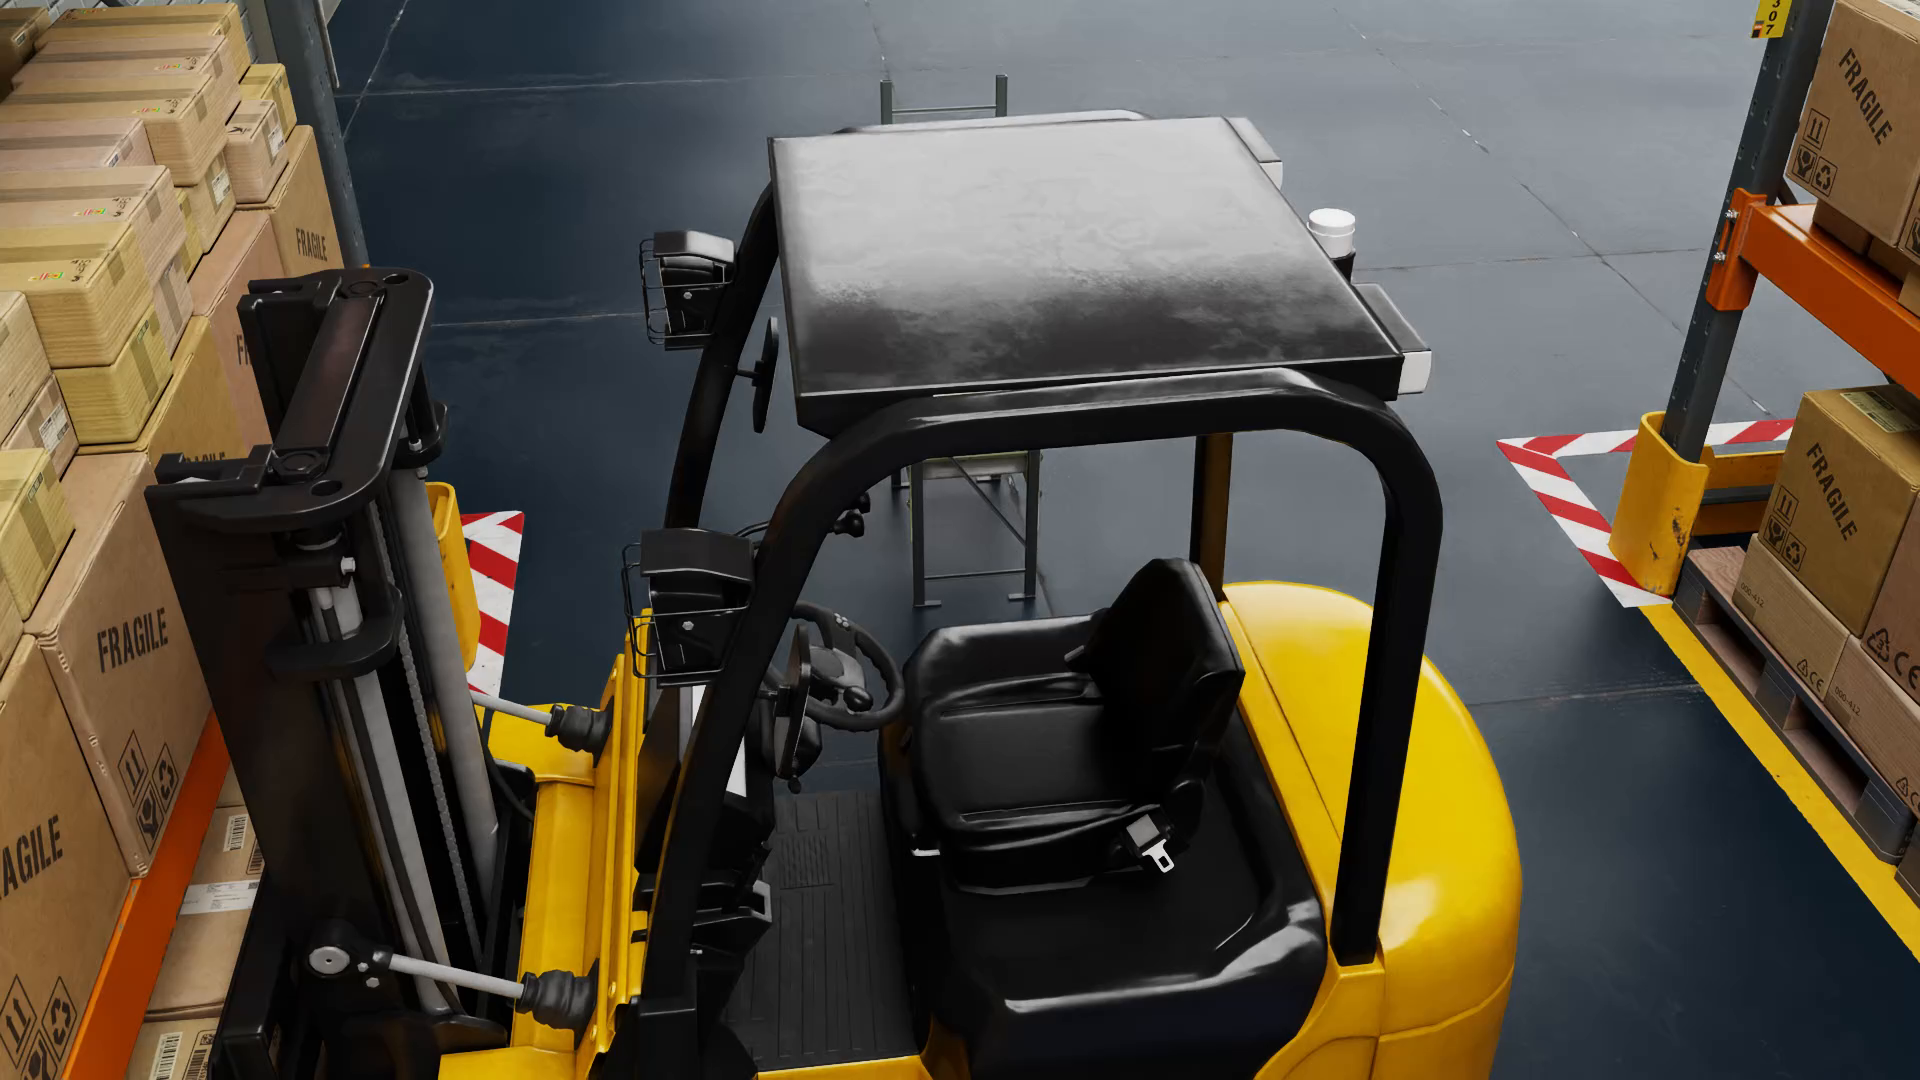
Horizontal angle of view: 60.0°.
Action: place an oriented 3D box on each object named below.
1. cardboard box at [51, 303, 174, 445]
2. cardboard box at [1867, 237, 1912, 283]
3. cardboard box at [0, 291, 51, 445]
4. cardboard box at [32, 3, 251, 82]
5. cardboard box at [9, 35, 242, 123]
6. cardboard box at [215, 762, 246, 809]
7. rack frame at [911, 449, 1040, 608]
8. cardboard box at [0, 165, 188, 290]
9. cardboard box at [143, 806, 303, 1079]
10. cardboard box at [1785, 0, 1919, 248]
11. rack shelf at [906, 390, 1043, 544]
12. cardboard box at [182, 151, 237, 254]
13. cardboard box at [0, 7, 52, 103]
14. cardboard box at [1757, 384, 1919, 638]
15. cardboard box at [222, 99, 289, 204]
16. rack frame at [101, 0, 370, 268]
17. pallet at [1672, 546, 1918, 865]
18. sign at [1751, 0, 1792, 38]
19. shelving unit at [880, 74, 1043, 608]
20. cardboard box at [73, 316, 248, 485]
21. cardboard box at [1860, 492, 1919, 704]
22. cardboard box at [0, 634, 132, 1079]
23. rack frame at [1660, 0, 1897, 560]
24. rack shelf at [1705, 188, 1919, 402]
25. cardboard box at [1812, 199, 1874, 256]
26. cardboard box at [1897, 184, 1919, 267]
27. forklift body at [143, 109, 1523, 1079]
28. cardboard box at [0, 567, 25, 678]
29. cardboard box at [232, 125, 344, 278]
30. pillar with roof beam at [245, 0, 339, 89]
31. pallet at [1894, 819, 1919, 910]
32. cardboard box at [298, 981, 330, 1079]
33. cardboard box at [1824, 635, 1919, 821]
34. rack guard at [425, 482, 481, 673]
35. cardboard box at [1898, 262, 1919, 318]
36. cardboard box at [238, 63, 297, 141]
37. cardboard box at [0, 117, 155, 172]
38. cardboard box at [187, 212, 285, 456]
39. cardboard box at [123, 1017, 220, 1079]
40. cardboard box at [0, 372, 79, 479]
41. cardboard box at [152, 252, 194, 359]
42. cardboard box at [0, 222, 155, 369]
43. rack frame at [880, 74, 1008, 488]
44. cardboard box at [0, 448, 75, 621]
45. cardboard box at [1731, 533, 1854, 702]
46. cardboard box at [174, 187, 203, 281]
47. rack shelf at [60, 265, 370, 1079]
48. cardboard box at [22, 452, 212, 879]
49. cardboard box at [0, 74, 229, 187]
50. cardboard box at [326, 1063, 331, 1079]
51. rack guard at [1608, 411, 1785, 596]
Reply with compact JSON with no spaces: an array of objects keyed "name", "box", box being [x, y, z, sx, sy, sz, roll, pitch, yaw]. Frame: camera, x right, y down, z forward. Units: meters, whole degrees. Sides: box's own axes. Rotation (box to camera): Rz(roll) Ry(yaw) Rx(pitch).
[{"name":"cardboard box","box":[-1.585,-0.279,2.831,0.380,0.149,0.250,-4,34,-6]},{"name":"cardboard box","box":[2.701,-0.785,4.461,0.380,0.149,0.250,-4,34,-6]},{"name":"cardboard box","box":[-1.637,-0.249,2.523,0.380,0.149,0.250,-4,34,-6]},{"name":"cardboard box","box":[-1.849,-1.104,3.778,0.380,0.149,0.250,-4,35,-6]},{"name":"cardboard box","box":[-1.785,-0.969,3.579,0.380,0.149,0.250,-4,35,-6]},{"name":"cardboard box","box":[-1.583,0.492,3.545,0.500,0.250,0.500,-4,34,-6]},{"name":"rack frame","box":[0.048,-0.419,5.033,0.400,1.500,0.023,-4,35,-6]},{"name":"cardboard box","box":[-1.618,-0.544,2.955,0.380,0.149,0.250,-4,34,-5]},{"name":"cardboard box","box":[-1.522,0.776,3.129,0.500,0.250,0.500,-5,35,-7]},{"name":"cardboard box","box":[2.601,-1.113,4.366,0.500,0.500,0.500,-5,35,-7]},{"name":"rack shelf","box":[-0.001,-0.354,5.517,0.431,0.370,0.720,-4,35,-6]},{"name":"cardboard box","box":[-1.744,-0.703,3.454,0.380,0.149,0.250,-4,34,-5]},{"name":"cardboard box","box":[-2.273,-1.085,3.749,0.380,0.149,0.250,-5,35,-7]},{"name":"cardboard box","box":[2.650,-0.097,4.631,0.500,0.500,0.500,-5,35,-8]},{"name":"cardboard box","box":[-1.718,-0.853,3.673,0.380,0.149,0.250,-4,34,-6]},{"name":"rack frame","box":[-2.106,-0.856,4.342,1.000,3.000,0.127,-4,35,-6]},{"name":"pallet","box":[2.896,0.417,4.951,1.003,0.211,1.213,-4,35,-6]},{"name":"sign","box":[2.274,-1.551,4.593,0.100,0.325,0.005,-4,35,-6]},{"name":"shelving unit","box":[-0.001,-0.623,5.333,0.431,1.500,0.755,-4,35,-6]},{"name":"cardboard box","box":[-1.650,-0.066,3.095,0.500,0.500,0.500,-5,35,-7]},{"name":"cardboard box","box":[2.725,0.195,4.204,0.500,0.500,0.500,-6,35,-8]},{"name":"cardboard box","box":[-1.525,0.496,2.270,0.500,0.500,0.500,-5,35,-7]},{"name":"rack frame","box":[2.812,-1.234,4.897,1.000,3.000,0.127,-4,35,-6]},{"name":"rack shelf","box":[3.081,0.179,3.462,1.077,0.370,4.000,-4,35,-6]},{"name":"cardboard box","box":[2.653,-0.925,4.667,0.380,0.149,0.250,-4,35,-6]},{"name":"cardboard box","box":[2.674,-0.824,3.943,0.500,0.500,0.500,-3,34,-5]},{"name":"forklift body","box":[-0.043,0.415,3.231,2.313,2.155,1.214,-4,35,-6]},{"name":"cardboard box","box":[-1.494,0.153,2.198,0.380,0.149,0.250,-5,35,-8]},{"name":"cardboard box","box":[-1.780,-0.643,3.940,0.500,0.500,0.500,-5,35,-7]},{"name":"pillar with roof beam","box":[0.553,-6.552,7.374,9.100,9.000,0.400,-4,35,-6]},{"name":"pallet","box":[3.057,1.096,3.954,1.003,0.211,1.213,-4,35,-6]},{"name":"cardboard box","box":[-1.520,0.995,3.251,0.500,0.250,0.500,-4,35,-7]},{"name":"cardboard box","box":[2.708,0.485,4.443,0.500,0.250,0.500,-3,34,-5]},{"name":"rack guard","box":[-2.109,0.164,5.066,1.175,0.500,0.348,-4,35,-6]},{"name":"cardboard box","box":[2.656,-0.631,4.235,0.380,0.149,0.250,-5,35,-8]},{"name":"cardboard box","box":[-1.782,-0.993,3.879,0.380,0.149,0.250,-4,34,-6]},{"name":"cardboard box","box":[-1.763,-0.681,3.156,0.380,0.149,0.250,-4,34,-6]},{"name":"cardboard box","box":[-1.719,-0.352,3.515,0.500,0.500,0.500,-3,34,-5]},{"name":"cardboard box","box":[-1.459,1.069,2.698,0.500,0.250,0.500,-3,34,-5]},{"name":"cardboard box","box":[-1.641,-0.133,2.617,0.380,0.149,0.250,-5,35,-7]},{"name":"cardboard box","box":[-1.639,-0.419,3.036,0.380,0.149,0.250,-5,35,-8]},{"name":"cardboard box","box":[-1.578,-0.400,2.744,0.380,0.149,0.250,-4,34,-5]},{"name":"rack frame","box":[-0.050,-0.828,5.633,0.400,1.500,0.023,-4,35,-6]},{"name":"cardboard box","box":[-1.539,0.005,2.415,0.380,0.149,0.250,-5,35,-7]},{"name":"cardboard box","box":[2.646,0.200,4.862,0.500,0.250,0.500,-5,35,-7]},{"name":"cardboard box","box":[-1.722,-0.564,3.249,0.380,0.149,0.250,-5,35,-7]},{"name":"rack shelf","box":[-1.837,0.557,2.907,1.077,0.370,4.000,-4,35,-6]},{"name":"cardboard box","box":[-1.571,0.213,2.685,0.500,0.500,0.500,-4,34,-6]},{"name":"cardboard box","box":[-1.723,-0.825,3.368,0.380,0.149,0.250,-4,34,-5]},{"name":"cardboard box","box":[-1.522,1.191,3.407,0.500,0.250,0.500,-3,34,-5]},{"name":"rack guard","box":[2.822,-0.159,5.539,1.175,0.500,0.348,-4,35,-6]}]
